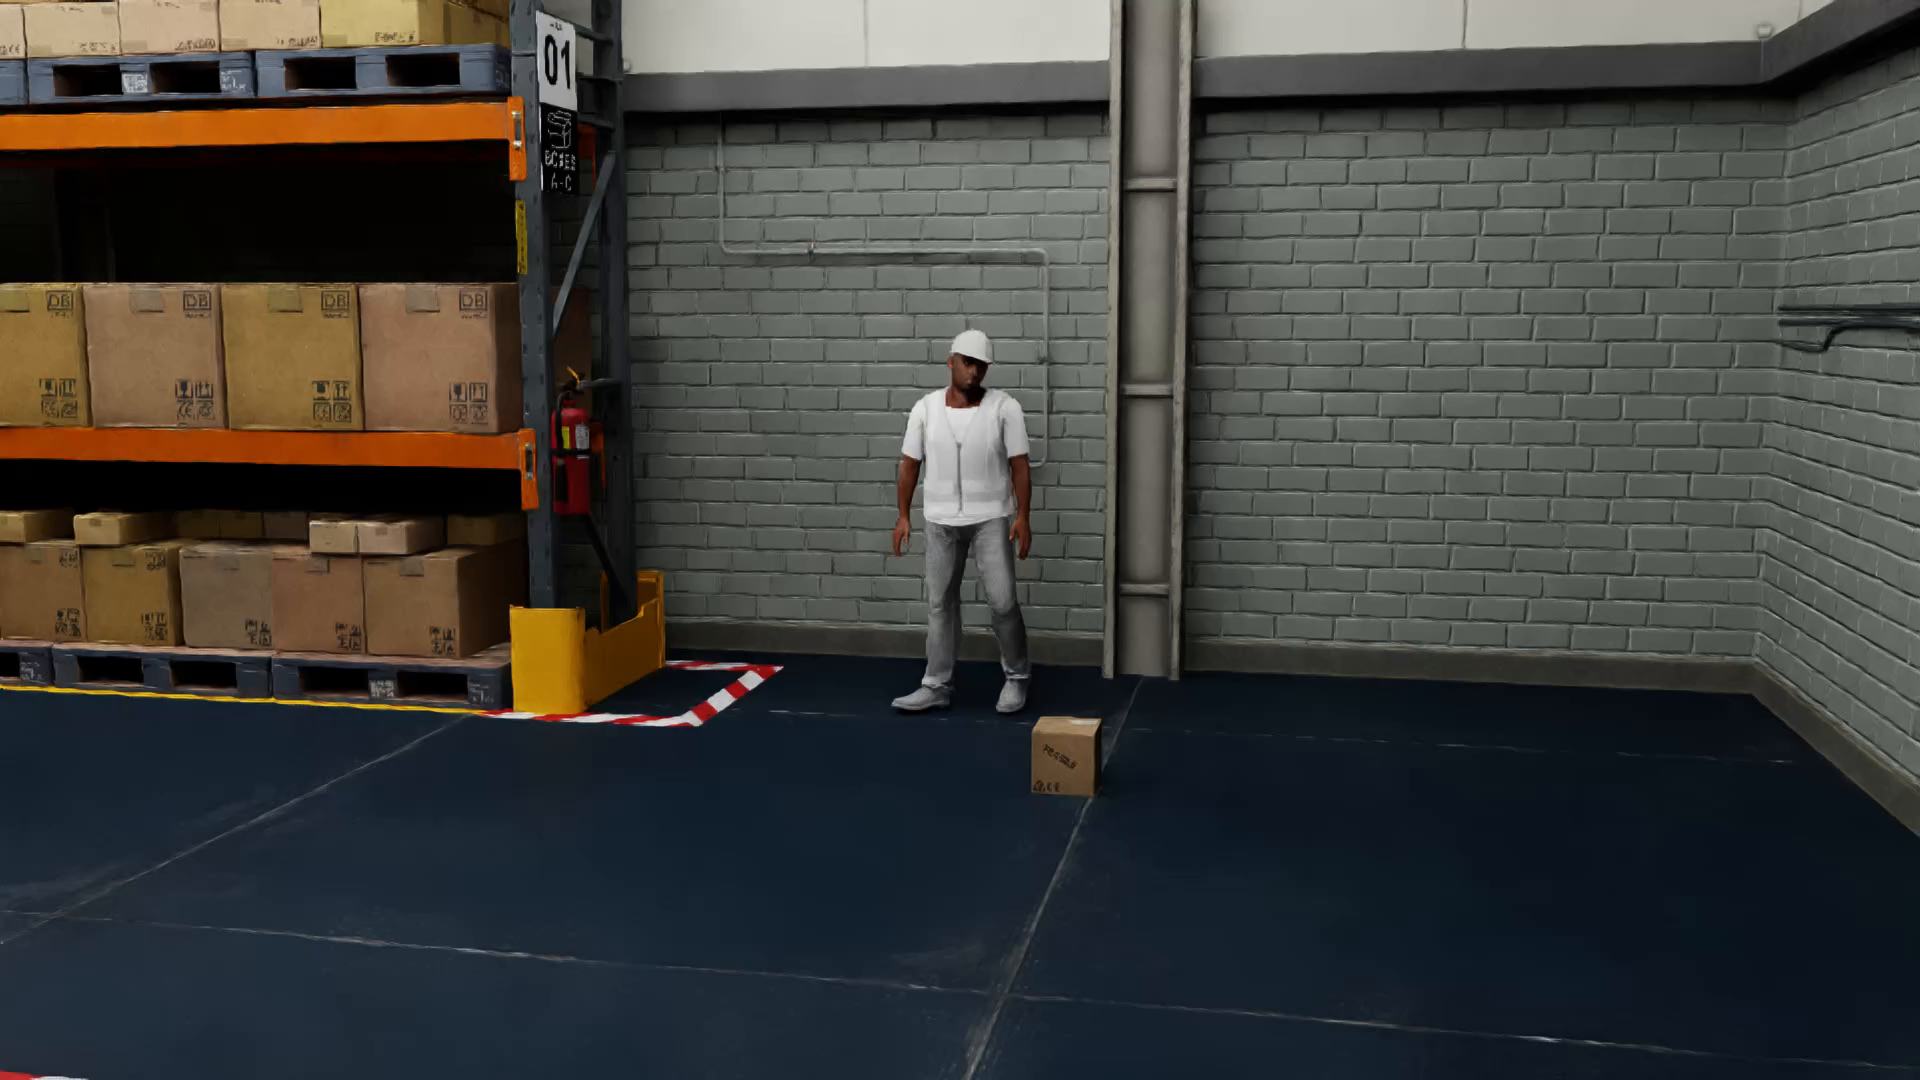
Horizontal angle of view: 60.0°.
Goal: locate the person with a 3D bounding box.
[{"bbox_3d":[0.014,-0.437,7.647,0.665,1.059,0.337,2,8,13],"label":"person"}]
